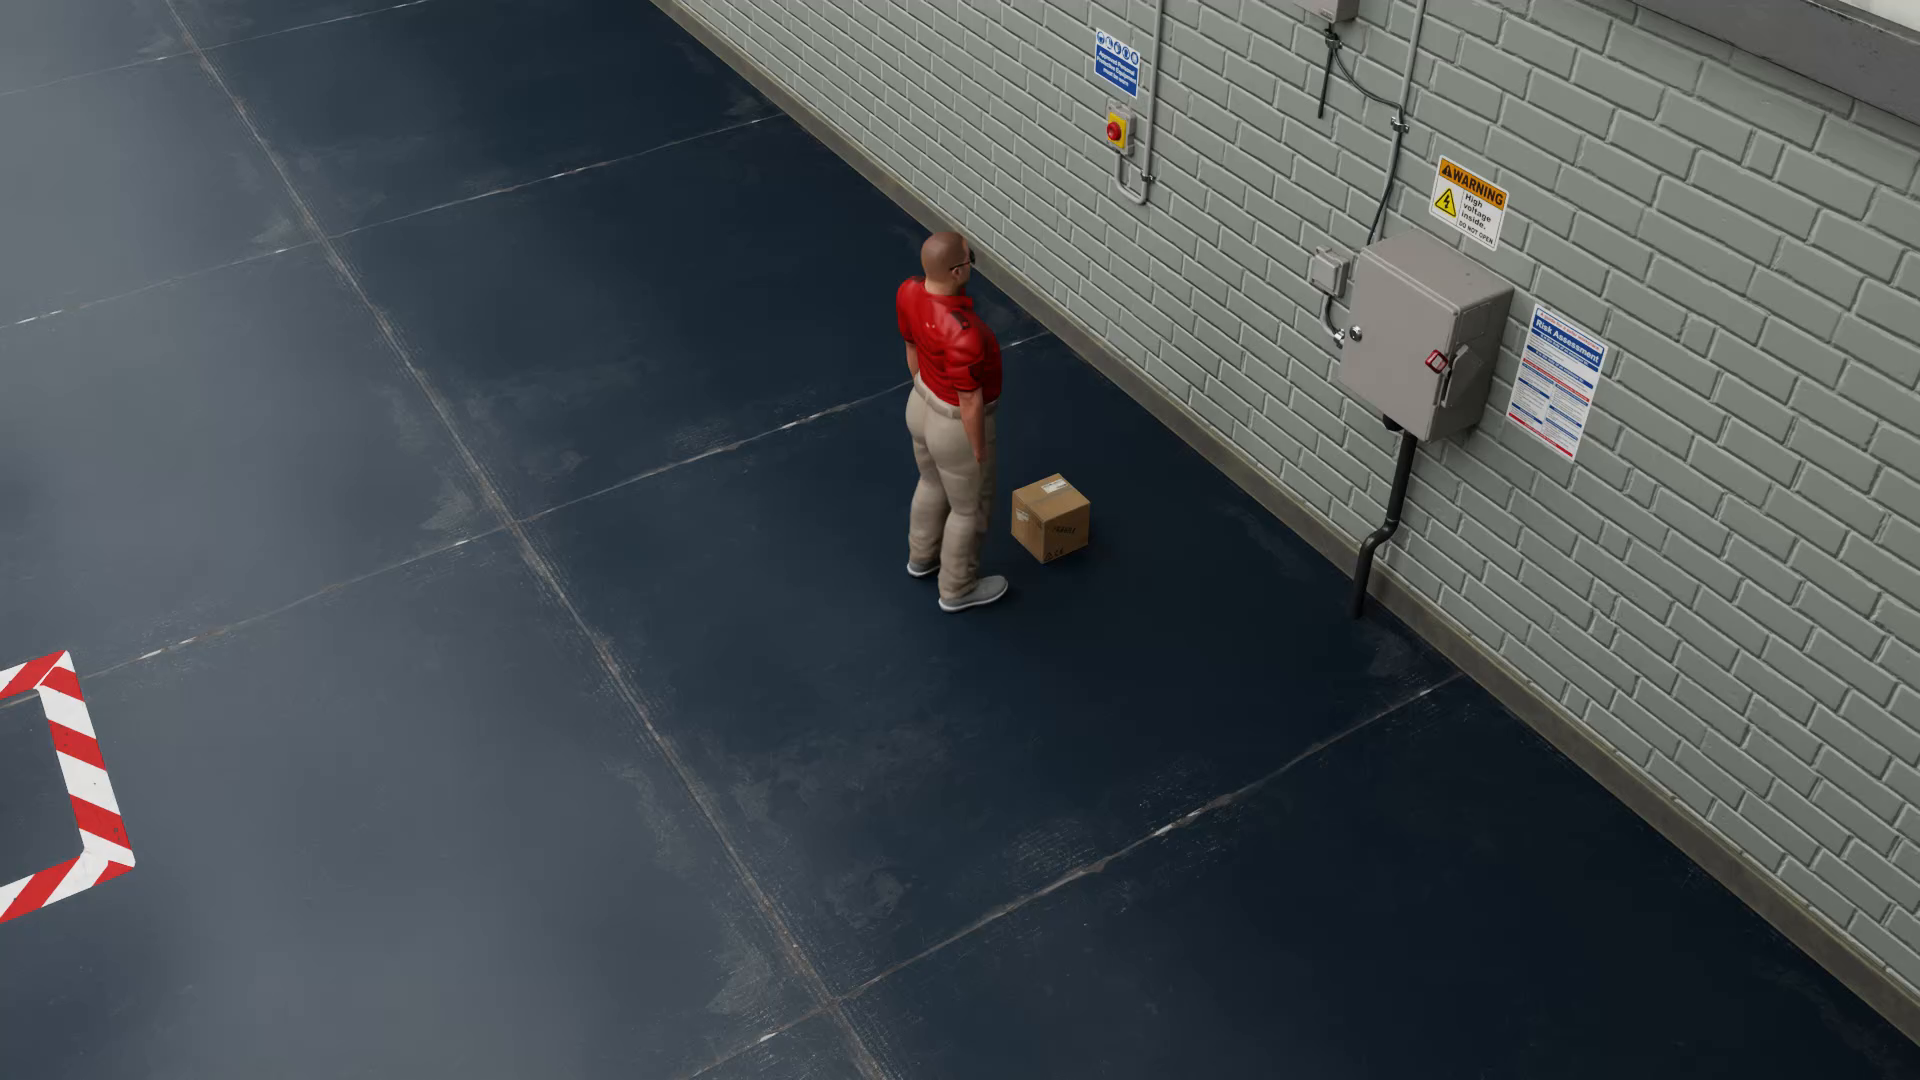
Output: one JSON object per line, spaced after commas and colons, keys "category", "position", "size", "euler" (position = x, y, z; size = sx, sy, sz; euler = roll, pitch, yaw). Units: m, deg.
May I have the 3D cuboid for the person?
{"category": "person", "position": [-0.024, -0.456, 6.783], "size": [0.354, 1.628, 0.526], "euler": [-21, 45, -23]}
